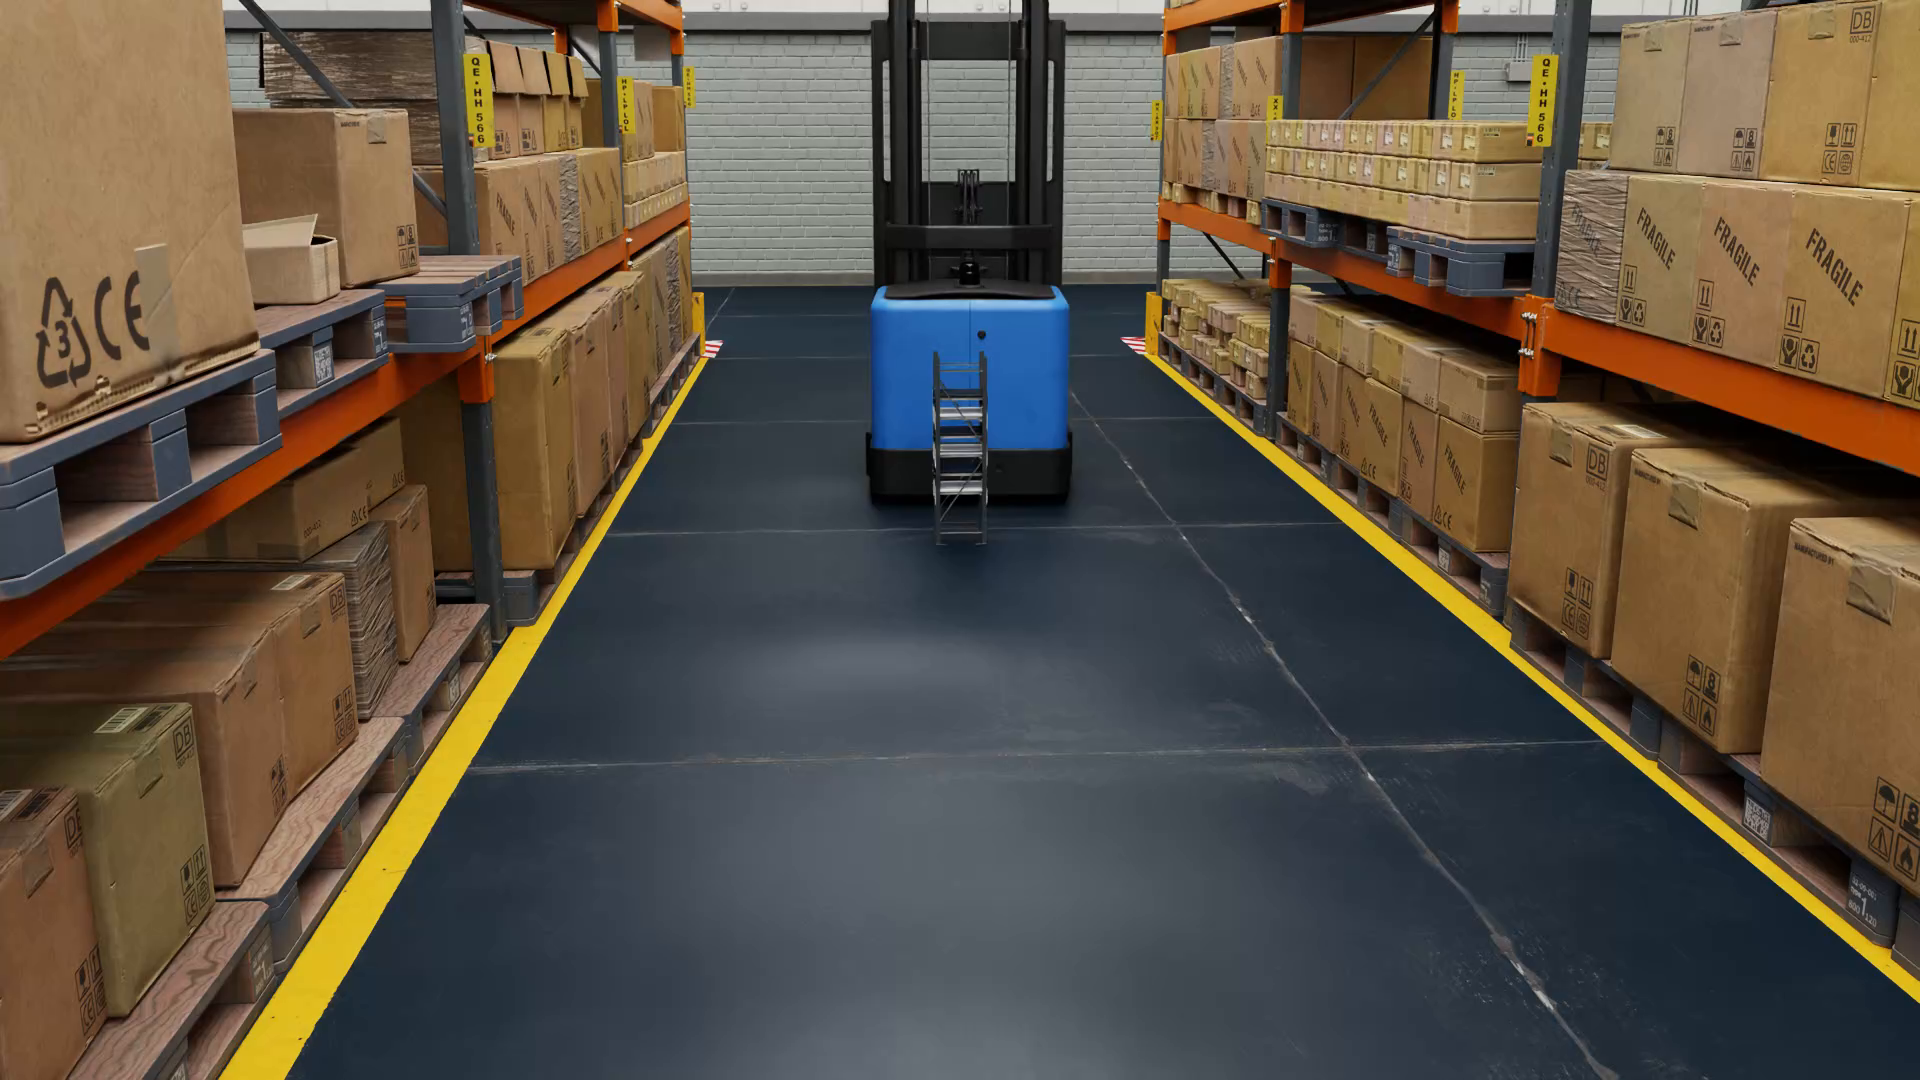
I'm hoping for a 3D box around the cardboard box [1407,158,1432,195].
[{"bbox_3d":[2.160,-1.573,7.185,0.380,0.149,0.250,-1,14,-2],"label":"cardboard box"}]

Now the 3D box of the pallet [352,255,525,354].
[{"bbox_3d":[-2.124,-0.780,5.423,1.213,0.211,1.003,-1,14,-3],"label":"pallet"}]

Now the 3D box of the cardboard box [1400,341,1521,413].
[{"bbox_3d":[2.336,-0.747,7.580,0.500,0.250,0.500,-1,14,-3],"label":"cardboard box"}]

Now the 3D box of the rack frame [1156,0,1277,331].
[{"bbox_3d":[2.186,-3.089,14.014,1.000,3.000,0.127,-1,14,-3],"label":"rack frame"}]

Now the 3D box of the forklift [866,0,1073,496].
[{"bbox_3d":[0.044,-1.961,9.767,1.130,2.935,3.031,0,14,0],"label":"forklift"}]

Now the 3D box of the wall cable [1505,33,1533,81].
[{"bbox_3d":[6.748,-5.100,19.727,0.585,1.953,0.123,-1,14,-3],"label":"wall cable"}]

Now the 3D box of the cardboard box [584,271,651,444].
[{"bbox_3d":[-2.463,-1.059,9.543,1.225,0.875,0.875,-1,14,-3],"label":"cardboard box"}]

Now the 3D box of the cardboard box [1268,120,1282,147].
[{"bbox_3d":[1.999,-2.359,9.644,0.380,0.149,0.250,0,14,-1],"label":"cardboard box"}]

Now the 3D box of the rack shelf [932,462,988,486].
[{"bbox_3d":[0.000,-0.318,7.953,0.258,0.077,0.200,-1,14,-3],"label":"rack shelf"}]

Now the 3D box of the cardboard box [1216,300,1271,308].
[{"bbox_3d":[2.092,-1.677,12.208,0.380,0.149,0.250,-1,14,-3],"label":"cardboard box"}]

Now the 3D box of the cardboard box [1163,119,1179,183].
[{"bbox_3d":[1.938,-3.166,13.514,0.500,0.500,0.500,0,14,-1],"label":"cardboard box"}]

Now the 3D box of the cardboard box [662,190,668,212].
[{"bbox_3d":[-2.325,-2.453,12.043,0.380,0.149,0.250,-1,14,-2],"label":"cardboard box"}]

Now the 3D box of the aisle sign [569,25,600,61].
[{"bbox_3d":[-3.074,-4.310,13.542,0.394,0.787,0.004,-1,14,-3],"label":"aisle sign"}]

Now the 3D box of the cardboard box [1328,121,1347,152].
[{"bbox_3d":[2.081,-2.038,8.394,0.380,0.149,0.250,0,14,-1],"label":"cardboard box"}]

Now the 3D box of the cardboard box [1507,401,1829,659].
[{"bbox_3d":[2.630,-0.061,5.915,1.050,0.750,0.750,-1,14,-4],"label":"cardboard box"}]

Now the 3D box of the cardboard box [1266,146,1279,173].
[{"bbox_3d":[1.999,-2.215,9.681,0.380,0.149,0.250,-1,14,-3],"label":"cardboard box"}]

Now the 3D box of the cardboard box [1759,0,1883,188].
[{"bbox_3d":[2.766,-1.267,4.725,0.700,0.500,0.500,-1,14,-4],"label":"cardboard box"}]

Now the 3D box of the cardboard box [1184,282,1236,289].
[{"bbox_3d":[2.017,-1.998,13.457,0.380,0.149,0.250,-1,14,-2],"label":"cardboard box"}]

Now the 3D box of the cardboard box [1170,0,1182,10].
[{"bbox_3d":[1.959,-4.354,13.210,0.500,0.250,0.500,0,14,-1],"label":"cardboard box"}]

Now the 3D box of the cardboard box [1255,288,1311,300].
[{"bbox_3d":[2.526,-1.881,13.003,0.380,0.149,0.250,-1,15,-6],"label":"cardboard box"}]

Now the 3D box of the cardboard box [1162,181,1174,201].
[{"bbox_3d":[1.879,-2.882,13.713,0.380,0.149,0.250,-1,14,-4],"label":"cardboard box"}]

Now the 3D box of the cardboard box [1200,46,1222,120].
[{"bbox_3d":[2.032,-3.269,11.906,0.500,0.500,0.500,-1,14,-5],"label":"cardboard box"}]

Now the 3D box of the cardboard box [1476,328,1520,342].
[{"bbox_3d":[2.832,-0.880,8.097,0.500,0.250,0.500,-1,14,-3],"label":"cardboard box"}]

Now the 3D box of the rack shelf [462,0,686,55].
[{"bbox_3d":[-2.647,-3.645,11.597,1.077,0.370,4.000,-1,14,-3],"label":"rack shelf"}]

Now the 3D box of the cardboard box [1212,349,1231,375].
[{"bbox_3d":[2.006,-1.267,11.810,0.380,0.149,0.250,-1,14,-4],"label":"cardboard box"}]

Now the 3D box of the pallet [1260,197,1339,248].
[{"bbox_3d":[2.336,-1.809,9.424,1.003,0.211,1.213,-1,14,-3],"label":"pallet"}]

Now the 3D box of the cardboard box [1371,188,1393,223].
[{"bbox_3d":[2.133,-1.552,7.699,0.380,0.149,0.250,-2,15,-6],"label":"cardboard box"}]

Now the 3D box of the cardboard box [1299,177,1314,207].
[{"bbox_3d":[2.049,-1.878,8.966,0.380,0.149,0.250,-1,14,-3],"label":"cardboard box"}]

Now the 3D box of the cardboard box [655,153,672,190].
[{"bbox_3d":[-2.413,-2.740,12.361,0.500,0.250,0.500,-1,14,-5],"label":"cardboard box"}]

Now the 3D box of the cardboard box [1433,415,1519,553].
[{"bbox_3d":[2.380,-0.252,7.161,0.500,0.500,0.500,-1,14,-4],"label":"cardboard box"}]

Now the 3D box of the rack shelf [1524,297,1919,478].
[{"bbox_3d":[2.806,-0.254,4.438,1.077,0.370,4.000,-1,14,-3],"label":"rack shelf"}]

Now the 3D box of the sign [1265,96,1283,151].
[{"bbox_3d":[1.893,-2.504,10.000,0.100,0.325,0.005,-1,14,-3],"label":"sign"}]

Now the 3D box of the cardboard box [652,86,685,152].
[{"bbox_3d":[-2.478,-3.355,13.247,0.500,0.500,0.500,-1,14,-3],"label":"cardboard box"}]

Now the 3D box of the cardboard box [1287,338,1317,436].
[{"bbox_3d":[2.215,-0.900,9.677,0.500,0.500,0.500,0,14,-1],"label":"cardboard box"}]

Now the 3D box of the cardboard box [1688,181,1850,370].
[{"bbox_3d":[2.505,-0.781,4.840,0.500,0.500,0.500,-1,14,-3],"label":"cardboard box"}]

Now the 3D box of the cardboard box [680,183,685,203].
[{"bbox_3d":[-2.402,-2.768,13.270,0.380,0.149,0.250,-1,14,-3],"label":"cardboard box"}]

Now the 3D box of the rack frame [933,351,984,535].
[{"bbox_3d":[-0.007,-0.463,8.020,0.240,0.900,0.006,-1,14,-3],"label":"rack frame"}]

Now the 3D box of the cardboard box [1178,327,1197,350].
[{"bbox_3d":[1.926,-1.586,13.050,0.380,0.149,0.250,-1,14,-3],"label":"cardboard box"}]

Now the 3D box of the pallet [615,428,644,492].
[{"bbox_3d":[-2.400,-0.502,9.554,1.003,0.211,1.213,-1,14,-3],"label":"pallet"}]

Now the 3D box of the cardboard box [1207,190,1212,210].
[{"bbox_3d":[2.027,-2.495,12.208,0.380,0.149,0.250,0,14,-1],"label":"cardboard box"}]

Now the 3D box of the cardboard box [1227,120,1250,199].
[{"bbox_3d":[2.091,-2.532,11.051,0.500,0.500,0.500,-1,14,-5],"label":"cardboard box"}]

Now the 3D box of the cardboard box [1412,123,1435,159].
[{"bbox_3d":[2.164,-1.712,7.128,0.380,0.149,0.250,0,14,-2],"label":"cardboard box"}]

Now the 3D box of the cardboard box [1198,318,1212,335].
[{"bbox_3d":[2.045,-1.663,12.753,0.380,0.149,0.250,-2,15,-6],"label":"cardboard box"}]

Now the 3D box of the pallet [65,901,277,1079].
[{"bbox_3d":[-2.077,1.103,3.315,1.003,0.211,1.213,-1,14,-3],"label":"pallet"}]

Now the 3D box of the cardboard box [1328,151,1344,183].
[{"bbox_3d":[2.086,-1.889,8.413,0.380,0.149,0.250,-1,14,-4],"label":"cardboard box"}]

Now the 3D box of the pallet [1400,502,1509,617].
[{"bbox_3d":[2.635,0.056,7.384,1.003,0.211,1.213,-1,14,-3],"label":"pallet"}]

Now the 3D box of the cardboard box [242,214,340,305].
[{"bbox_3d":[-1.902,-0.776,4.450,0.396,0.266,0.258,-1,14,-5],"label":"cardboard box"}]

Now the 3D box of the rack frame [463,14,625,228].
[{"bbox_3d":[-2.523,-2.043,9.948,1.000,3.000,0.127,-1,14,-3],"label":"rack frame"}]

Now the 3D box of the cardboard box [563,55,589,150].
[{"bbox_3d":[-2.475,-2.419,9.193,0.797,0.503,0.637,-1,14,-5],"label":"cardboard box"}]

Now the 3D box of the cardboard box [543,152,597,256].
[{"bbox_3d":[-2.158,-1.727,8.516,0.500,0.500,0.500,-1,14,-4],"label":"cardboard box"}]

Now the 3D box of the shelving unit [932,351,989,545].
[{"bbox_3d":[0.000,-0.438,7.922,0.258,0.900,0.210,-1,14,-3],"label":"shelving unit"}]

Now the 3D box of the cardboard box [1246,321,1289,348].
[{"bbox_3d":[2.097,-1.353,10.949,0.380,0.149,0.250,-1,14,-3],"label":"cardboard box"}]

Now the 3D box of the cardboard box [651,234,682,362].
[{"bbox_3d":[-2.595,-1.828,12.533,0.875,0.875,0.875,-1,14,-3],"label":"cardboard box"}]

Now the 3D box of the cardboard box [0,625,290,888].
[{"bbox_3d":[-2.089,0.533,4.069,0.700,0.500,0.500,-2,15,-8],"label":"cardboard box"}]

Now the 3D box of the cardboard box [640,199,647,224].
[{"bbox_3d":[-2.242,-2.131,10.793,0.380,0.149,0.250,0,14,-2],"label":"cardboard box"}]
